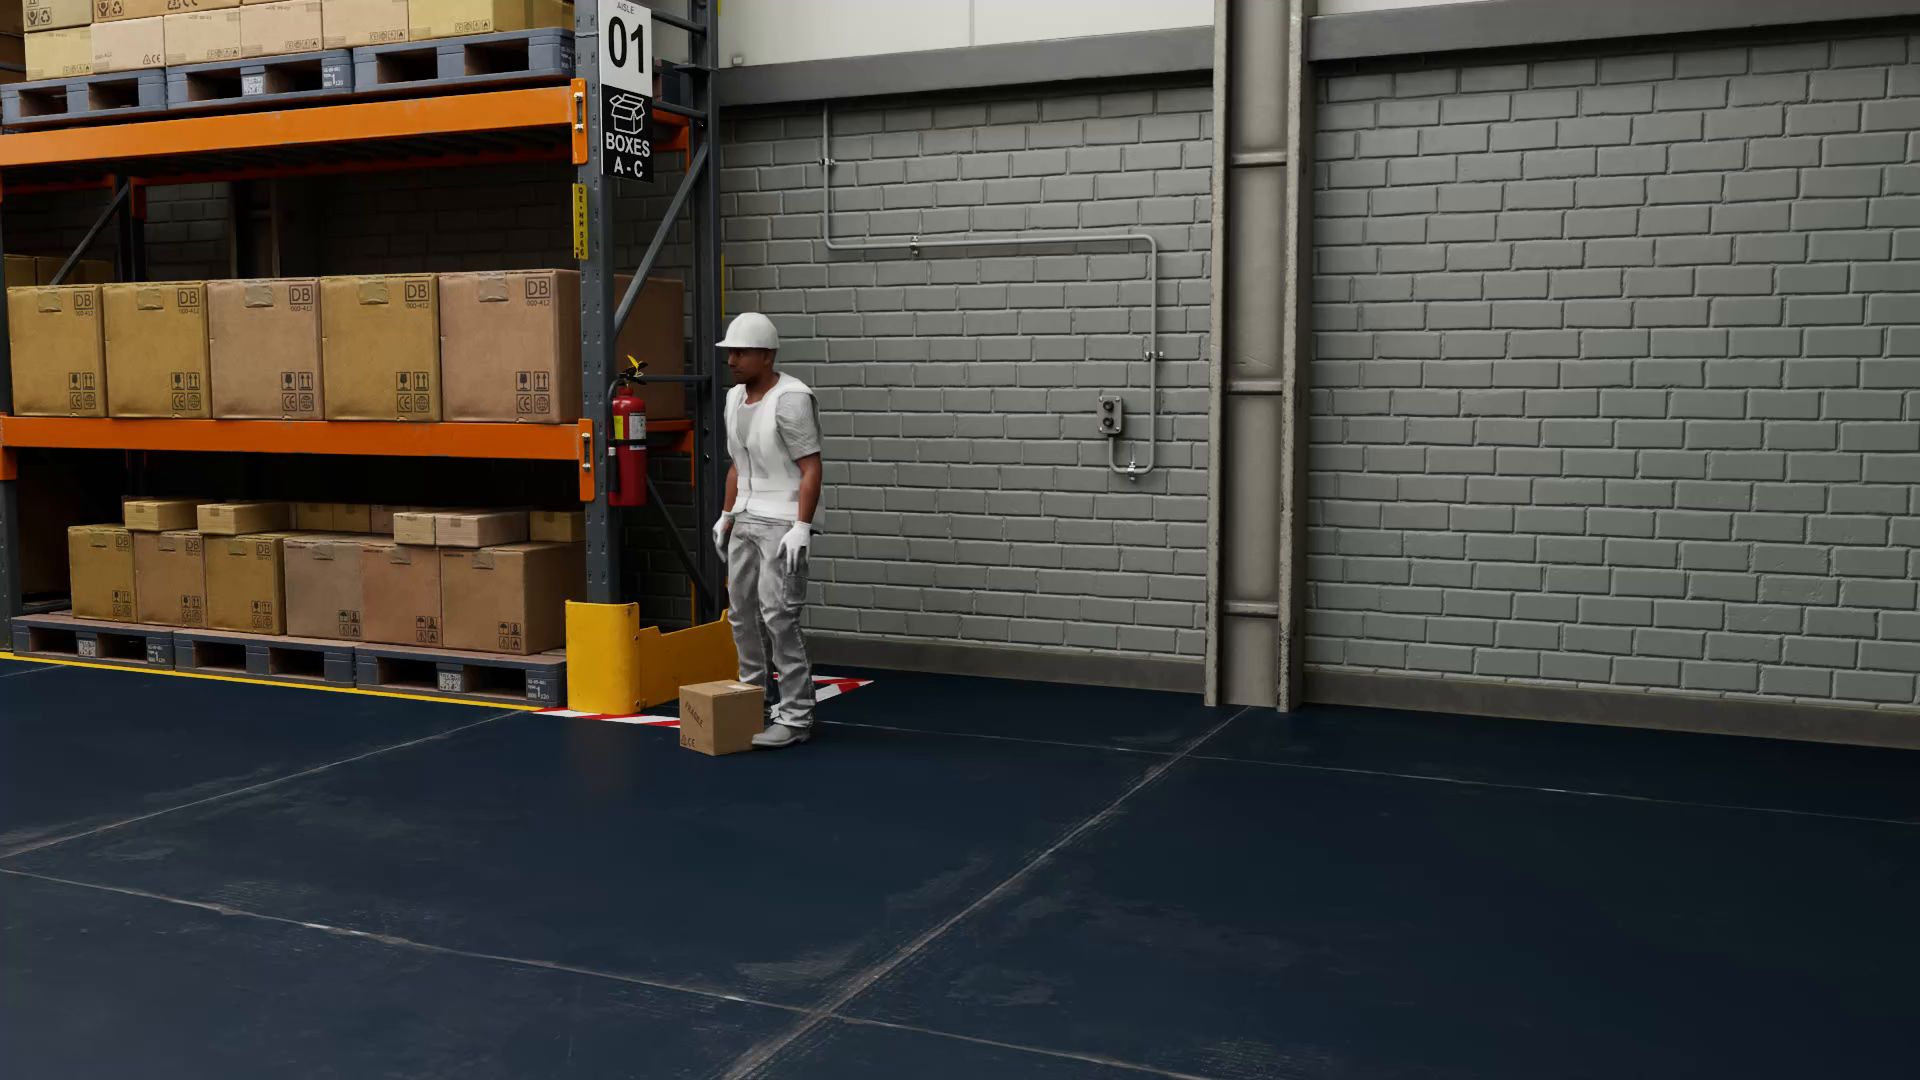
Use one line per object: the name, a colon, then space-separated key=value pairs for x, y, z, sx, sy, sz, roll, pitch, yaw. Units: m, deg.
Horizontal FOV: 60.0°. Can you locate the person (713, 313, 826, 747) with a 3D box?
person: x=-0.809 y=-0.045 z=6.895 sx=0.454 sy=1.774 sz=0.622 roll=-5 pitch=7 yaw=-40
